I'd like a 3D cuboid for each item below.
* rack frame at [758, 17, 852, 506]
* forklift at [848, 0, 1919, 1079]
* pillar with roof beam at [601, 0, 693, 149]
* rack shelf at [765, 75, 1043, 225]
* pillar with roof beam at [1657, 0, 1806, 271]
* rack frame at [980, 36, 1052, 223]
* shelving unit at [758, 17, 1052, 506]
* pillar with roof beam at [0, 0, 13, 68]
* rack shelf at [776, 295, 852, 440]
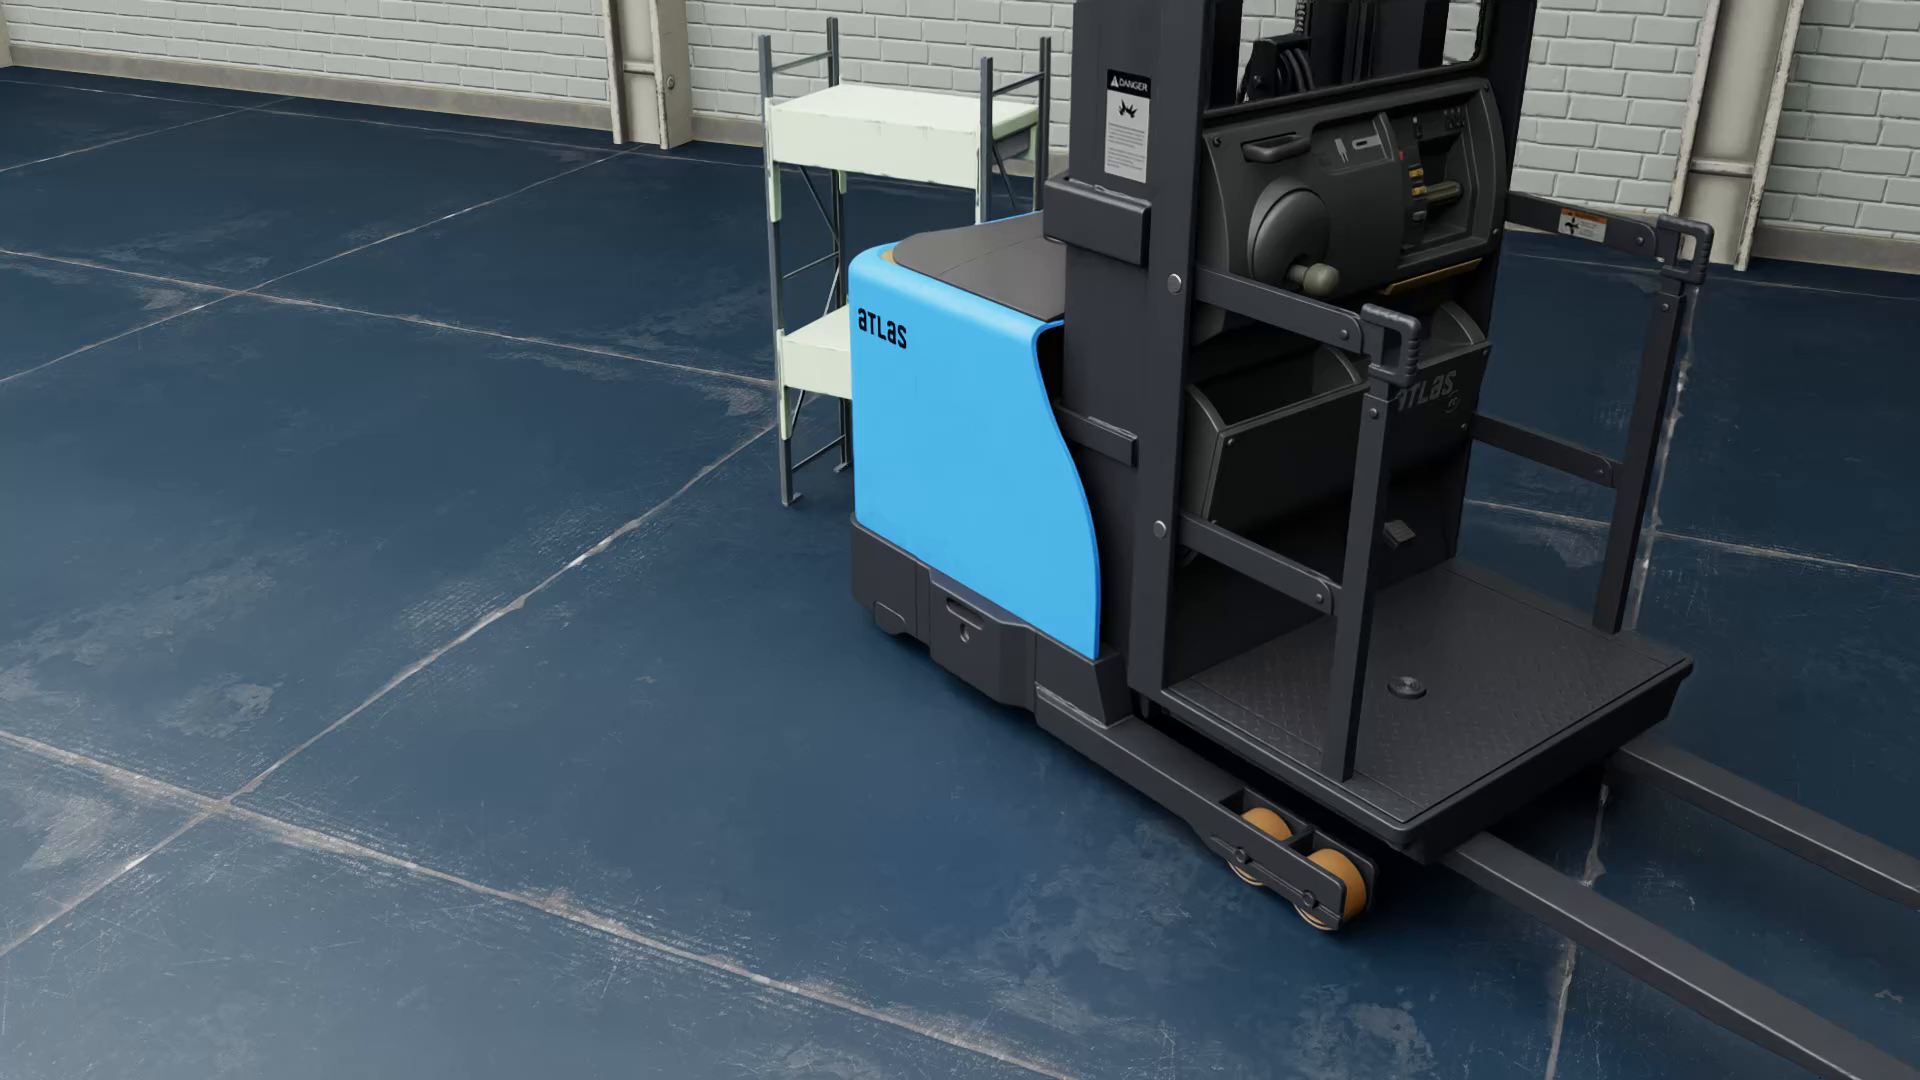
[{"bbox_3d":[-0.482,-0.864,5.308,0.023,1.500,0.400,14,29,26],"label":"rack frame"},{"bbox_3d":[1.000,-0.732,3.419,1.130,2.935,3.031,-19,32,-34],"label":"forklift"},{"bbox_3d":[-3.663,-4.764,4.738,0.400,9.000,9.100,11,28,22],"label":"pillar with roof beam"},{"bbox_3d":[-0.161,-1.137,4.978,0.720,0.370,0.431,14,29,26],"label":"rack shelf"},{"bbox_3d":[1.799,-3.667,2.510,0.400,9.000,9.100,11,28,22],"label":"pillar with roof beam"},{"bbox_3d":[0.160,-0.709,4.992,0.023,1.500,0.400,14,29,26],"label":"rack frame"},{"bbox_3d":[-0.161,-0.787,5.150,0.755,1.500,0.431,14,29,26],"label":"shelving unit"},{"bbox_3d":[-9.125,-5.861,6.967,0.400,9.000,9.100,11,28,22],"label":"pillar with roof beam"},{"bbox_3d":[-0.161,-0.494,5.294,0.720,0.370,0.431,14,29,26],"label":"rack shelf"}]
